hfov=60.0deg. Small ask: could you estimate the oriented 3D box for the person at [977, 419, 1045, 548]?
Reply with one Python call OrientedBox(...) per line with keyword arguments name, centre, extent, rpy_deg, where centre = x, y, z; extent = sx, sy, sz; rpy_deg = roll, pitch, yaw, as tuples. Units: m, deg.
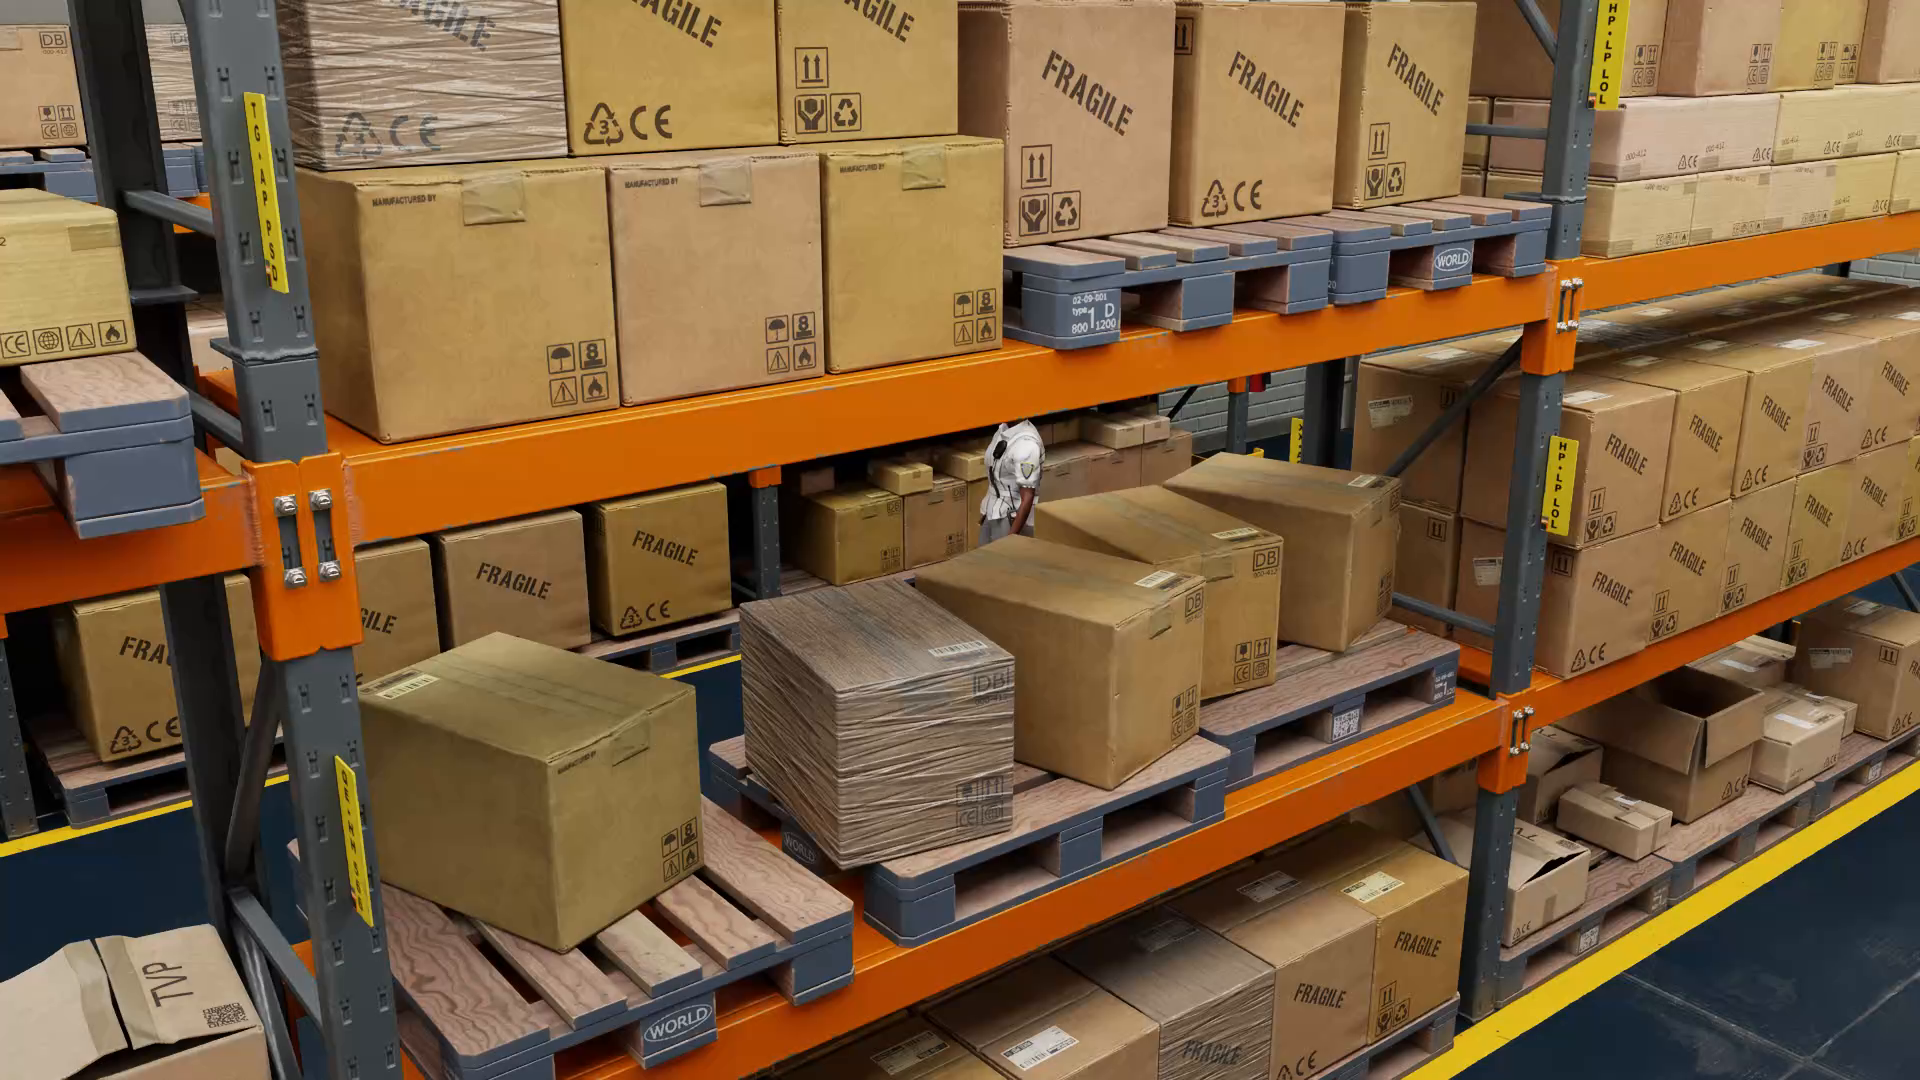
OrientedBox(name="person", centre=(0.192, -0.090, 9.247), extent=(0.530, 1.694, 0.569), rpy_deg=(-4, 18, -12))
